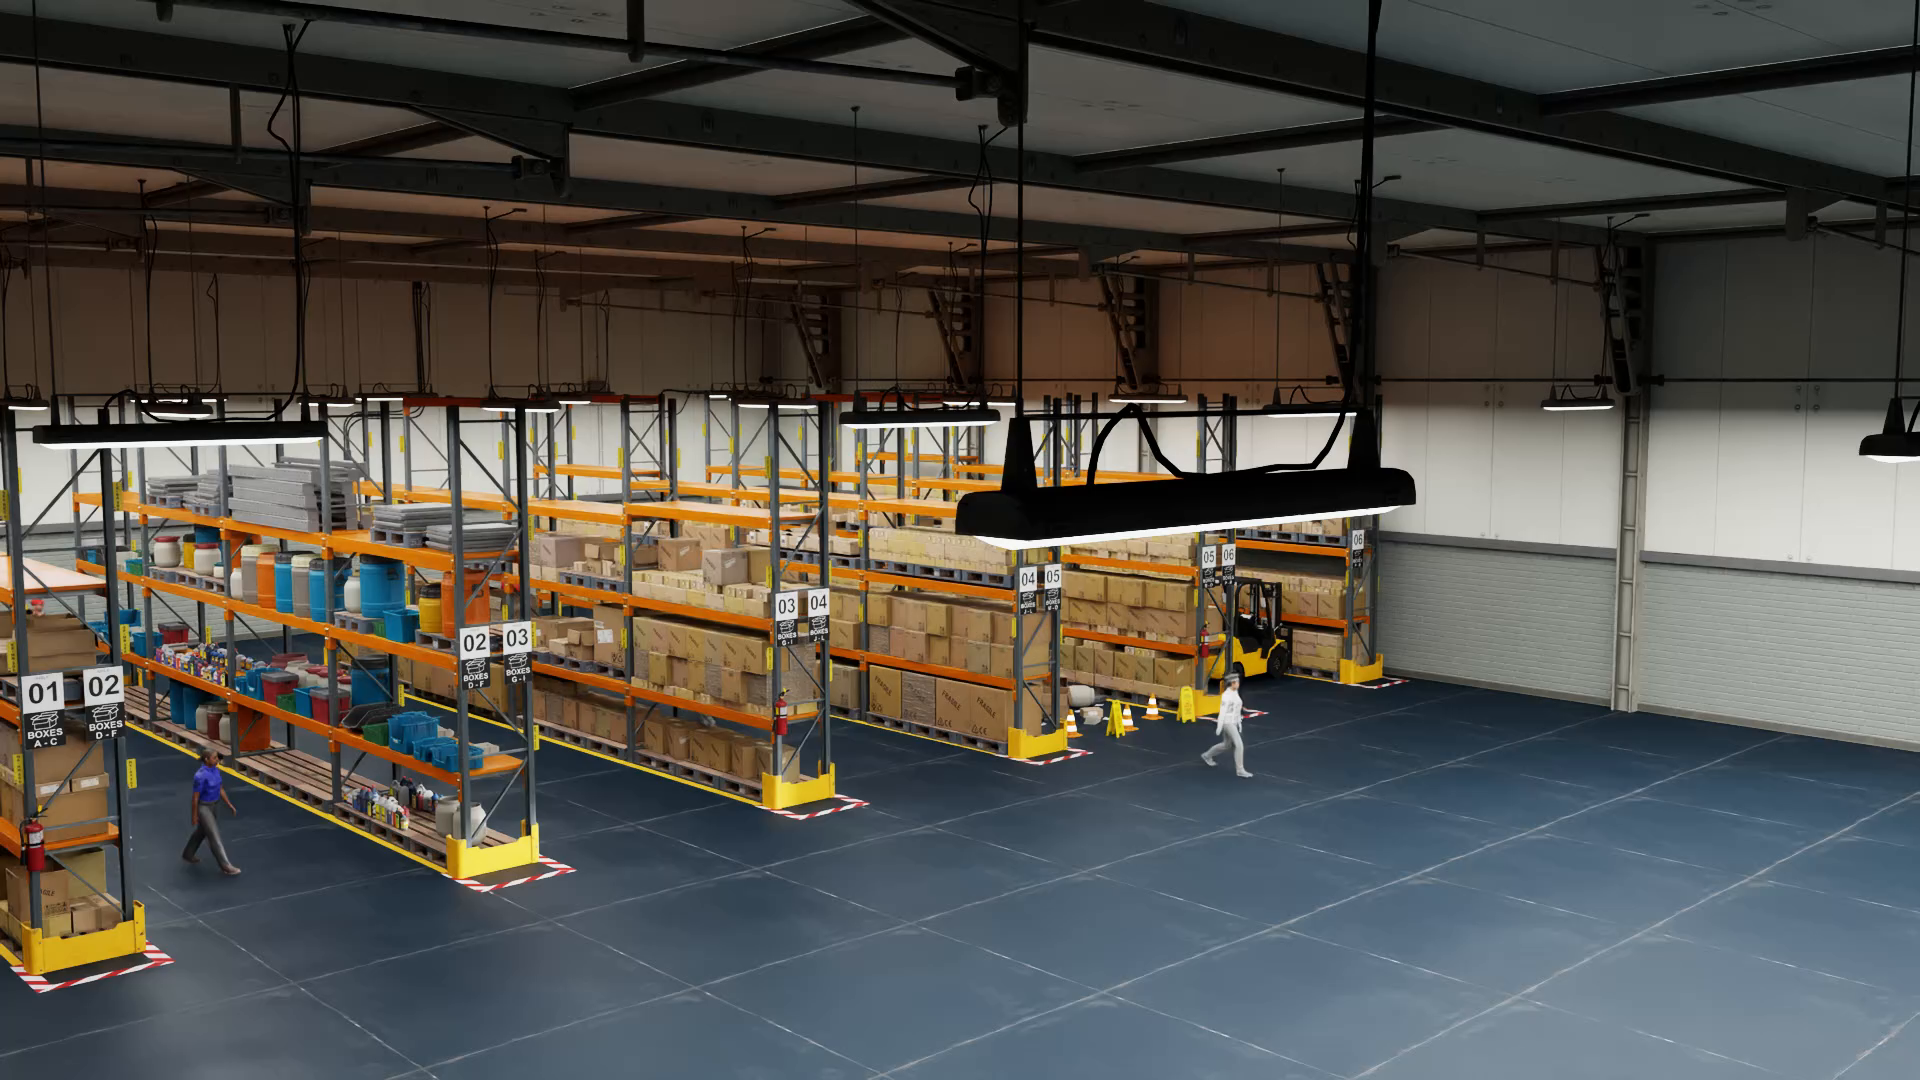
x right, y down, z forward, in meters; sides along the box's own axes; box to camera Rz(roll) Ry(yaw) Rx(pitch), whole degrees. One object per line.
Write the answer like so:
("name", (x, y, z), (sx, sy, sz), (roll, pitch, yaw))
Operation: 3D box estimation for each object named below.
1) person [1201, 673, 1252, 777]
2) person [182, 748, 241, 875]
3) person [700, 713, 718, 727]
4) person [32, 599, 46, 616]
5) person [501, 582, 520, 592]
("person", (4.305, 2.936, 26.746), (0.970, 1.609, 0.495), (3, 6, 28))
("person", (-9.630, 3.447, 21.359), (1.064, 1.576, 0.533), (2, 6, 18))
("person", (-4.552, 2.592, 30.278), (0.707, 1.671, 0.516), (4, 7, 39))
("person", (-19.342, 2.065, 34.925), (1.102, 1.718, 0.592), (1, 6, 13))
("person", (-10.867, 1.621, 40.196), (0.575, 1.629, 0.494), (1, 6, 12))
